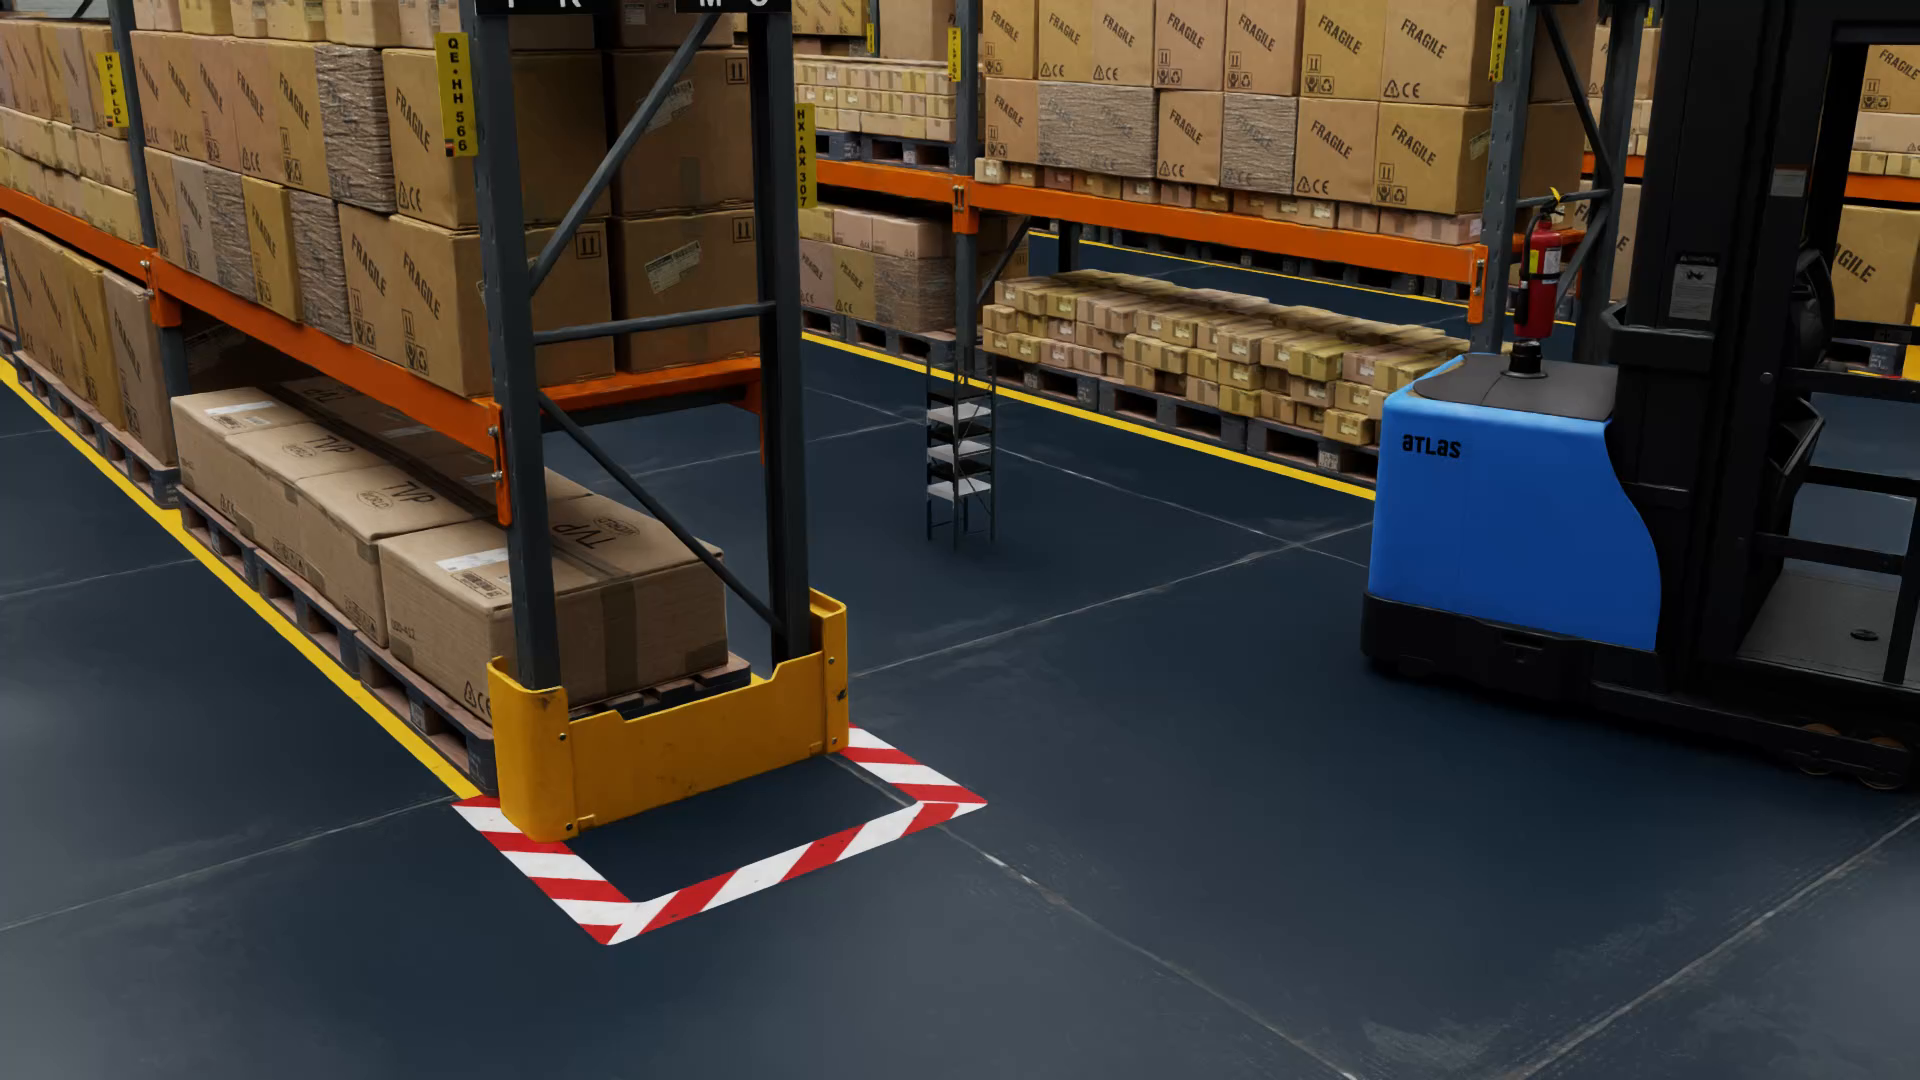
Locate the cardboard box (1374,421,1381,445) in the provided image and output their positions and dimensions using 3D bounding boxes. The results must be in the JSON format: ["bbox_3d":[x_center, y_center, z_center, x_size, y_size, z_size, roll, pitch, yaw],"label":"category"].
[{"bbox_3d":[2.392,-0.579,8.706,0.380,0.149,0.250,-14,23,-35],"label":"cardboard box"}]

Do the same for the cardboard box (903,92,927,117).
[{"bbox_3d":[-0.168,-2.975,11.333,0.380,0.149,0.250,-14,23,-36],"label":"cardboard box"}]

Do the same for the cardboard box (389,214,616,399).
[{"bbox_3d":[-1.442,-0.767,5.249,0.500,0.500,0.500,-14,23,-36],"label":"cardboard box"}]

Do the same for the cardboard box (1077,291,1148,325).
[{"bbox_3d":[0.950,-1.441,10.362,0.380,0.149,0.250,-15,23,-38],"label":"cardboard box"}]

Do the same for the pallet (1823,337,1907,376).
[{"bbox_3d":[6.275,-1.445,11.890,1.003,0.211,1.213,-14,23,-36],"label":"pallet"}]

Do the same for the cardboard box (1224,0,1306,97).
[{"bbox_3d":[1.759,-2.623,8.788,0.500,0.500,0.500,-13,22,-33],"label":"cardboard box"}]

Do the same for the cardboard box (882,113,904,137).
[{"bbox_3d":[-0.318,-2.894,11.563,0.380,0.149,0.250,-14,23,-36],"label":"cardboard box"}]

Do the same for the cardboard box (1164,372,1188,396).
[{"bbox_3d":[1.433,-0.961,9.861,0.380,0.149,0.250,-13,22,-35],"label":"cardboard box"}]

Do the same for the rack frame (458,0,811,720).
[{"bbox_3d":[-0.935,-0.653,5.062,1.000,3.000,0.127,-14,23,-36],"label":"rack frame"}]

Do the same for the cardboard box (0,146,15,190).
[{"bbox_3d":[-5.796,-2.383,10.526,0.500,0.250,0.500,-14,23,-37],"label":"cardboard box"}]

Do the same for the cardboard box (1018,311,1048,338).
[{"bbox_3d":[0.601,-1.420,10.773,0.380,0.149,0.250,-14,23,-36],"label":"cardboard box"}]

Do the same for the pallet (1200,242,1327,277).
[{"bbox_3d":[3.050,-2.725,15.756,1.003,0.211,1.213,-14,23,-36],"label":"pallet"}]

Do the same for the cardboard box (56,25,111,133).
[{"bbox_3d":[-4.220,-2.348,8.431,0.500,0.500,0.500,-13,23,-35],"label":"cardboard box"}]

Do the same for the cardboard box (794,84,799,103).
[{"bbox_3d":[-1.141,-3.361,12.499,0.380,0.149,0.250,-14,23,-37],"label":"cardboard box"}]

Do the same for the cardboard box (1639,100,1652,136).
[{"bbox_3d":[5.367,-3.103,12.226,0.500,0.250,0.500,-14,23,-36],"label":"cardboard box"}]

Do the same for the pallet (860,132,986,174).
[{"bbox_3d":[0.038,-2.755,11.716,1.003,0.211,1.213,-14,23,-36],"label":"pallet"}]

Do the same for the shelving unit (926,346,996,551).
[{"bbox_3d":[0.005,-0.425,7.715,0.258,0.900,0.210,-14,23,-36],"label":"shelving unit"}]

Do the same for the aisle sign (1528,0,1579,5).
[{"bbox_3d":[2.693,-2.801,7.415,0.394,0.787,0.004,-14,23,-36],"label":"aisle sign"}]

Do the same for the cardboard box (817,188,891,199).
[{"bbox_3d":[-0.829,-2.616,13.106,0.500,0.250,0.500,-13,23,-35],"label":"cardboard box"}]

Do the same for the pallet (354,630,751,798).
[{"bbox_3d":[-1.493,0.489,6.049,1.003,0.211,1.213,-14,23,-36],"label":"pallet"}]

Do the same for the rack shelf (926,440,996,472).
[{"bbox_3d":[0.005,-0.394,7.725,0.258,0.077,0.200,-14,23,-36],"label":"rack shelf"}]

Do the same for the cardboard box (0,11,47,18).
[{"bbox_3d":[-7.295,-4.006,12.856,0.380,0.149,0.250,-15,24,-38],"label":"cardboard box"}]

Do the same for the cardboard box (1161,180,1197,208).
[{"bbox_3d":[1.377,-2.004,9.544,0.380,0.149,0.250,-13,22,-34],"label":"cardboard box"}]

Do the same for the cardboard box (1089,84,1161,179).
[{"bbox_3d":[1.106,-2.395,9.692,0.500,0.500,0.500,-15,23,-37],"label":"cardboard box"}]

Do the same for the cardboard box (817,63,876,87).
[{"bbox_3d":[-0.812,-3.374,12.065,0.380,0.149,0.250,-15,24,-39],"label":"cardboard box"}]

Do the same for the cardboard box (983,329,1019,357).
[{"bbox_3d":[0.373,-1.323,10.953,0.380,0.149,0.250,-15,24,-38],"label":"cardboard box"}]

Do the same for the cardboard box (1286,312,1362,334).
[{"bbox_3d":[2.118,-1.214,9.678,0.380,0.149,0.250,-13,22,-34],"label":"cardboard box"}]

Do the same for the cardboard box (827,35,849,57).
[{"bbox_3d":[-1.131,-5.986,20.535,0.875,0.500,0.500,-14,23,-36],"label":"cardboard box"}]

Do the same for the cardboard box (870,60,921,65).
[{"bbox_3d":[-0.459,-3.563,12.636,0.380,0.149,0.250,-13,22,-34],"label":"cardboard box"}]

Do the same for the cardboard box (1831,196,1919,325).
[{"bbox_3d":[6.373,-1.920,11.600,0.875,0.875,0.875,-14,23,-36],"label":"cardboard box"}]

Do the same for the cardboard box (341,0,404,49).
[{"bbox_3d":[-1.718,-1.637,5.253,0.380,0.149,0.250,-14,23,-37],"label":"cardboard box"}]

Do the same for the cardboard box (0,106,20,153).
[{"bbox_3d":[-5.461,-2.490,10.052,0.500,0.250,0.500,-13,23,-35],"label":"cardboard box"}]

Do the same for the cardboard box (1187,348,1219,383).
[{"bbox_3d":[1.531,-1.025,9.580,0.380,0.149,0.250,-13,22,-33],"label":"cardboard box"}]

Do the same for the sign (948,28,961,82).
[{"bbox_3d":[-0.034,-3.070,10.520,0.100,0.325,0.005,-14,23,-36],"label":"sign"}]

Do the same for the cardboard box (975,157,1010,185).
[{"bbox_3d":[0.318,-2.376,10.667,0.380,0.149,0.250,-13,22,-34],"label":"cardboard box"}]

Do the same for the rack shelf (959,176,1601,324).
[{"bbox_3d":[1.641,-1.795,9.656,1.077,0.370,4.000,-14,23,-36],"label":"rack shelf"}]

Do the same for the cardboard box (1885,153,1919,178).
[{"bbox_3d":[6.354,-2.491,11.013,0.380,0.149,0.250,-13,23,-35],"label":"cardboard box"}]

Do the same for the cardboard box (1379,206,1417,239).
[{"bbox_3d":[2.333,-1.618,8.377,0.380,0.149,0.250,-14,23,-36],"label":"cardboard box"}]

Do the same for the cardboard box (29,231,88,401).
[{"bbox_3d":[-4.988,-1.408,10.054,0.875,0.875,0.875,-14,23,-35],"label":"cardboard box"}]

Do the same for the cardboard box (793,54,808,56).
[{"bbox_3d":[-1.421,-3.946,13.793,0.380,0.149,0.250,-15,24,-38],"label":"cardboard box"}]

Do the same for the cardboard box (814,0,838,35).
[{"bbox_3d":[-1.424,-6.387,20.157,0.500,0.500,0.500,-14,23,-36],"label":"cardboard box"}]

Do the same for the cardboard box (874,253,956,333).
[{"bbox_3d":[-0.258,-1.775,11.761,0.500,0.500,0.500,-15,23,-37],"label":"cardboard box"}]

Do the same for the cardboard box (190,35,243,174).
[{"bbox_3d":[-2.695,-1.742,6.601,0.500,0.500,0.500,-13,23,-35],"label":"cardboard box"}]

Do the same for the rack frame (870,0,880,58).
[{"bbox_3d":[-0.617,-5.544,19.833,1.000,3.000,0.127,-14,23,-36],"label":"rack frame"}]

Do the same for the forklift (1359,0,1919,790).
[{"bbox_3d":[3.043,-0.769,5.522,3.031,2.935,1.130,12,22,31],"label":"forklift"}]

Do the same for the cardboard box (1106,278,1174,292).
[{"bbox_3d":[1.174,-1.606,10.861,0.380,0.149,0.250,-14,23,-37],"label":"cardboard box"}]

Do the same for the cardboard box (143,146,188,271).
[{"bbox_3d":[-3.333,-1.519,7.519,0.500,0.500,0.500,-13,22,-34],"label":"cardboard box"}]

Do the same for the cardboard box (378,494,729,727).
[{"bbox_3d":[-1.423,0.221,5.831,0.875,0.438,0.875,-15,23,-38],"label":"cardboard box"}]

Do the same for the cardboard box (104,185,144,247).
[{"bbox_3d":[-3.895,-1.629,8.247,0.500,0.250,0.500,-15,23,-37],"label":"cardboard box"}]

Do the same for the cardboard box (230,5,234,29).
[{"bbox_3d":[-2.594,-2.035,6.455,0.380,0.149,0.250,-14,23,-36],"label":"cardboard box"}]

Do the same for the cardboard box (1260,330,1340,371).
[{"bbox_3d":[1.873,-1.041,9.157,0.380,0.149,0.250,-15,24,-38],"label":"cardboard box"}]
